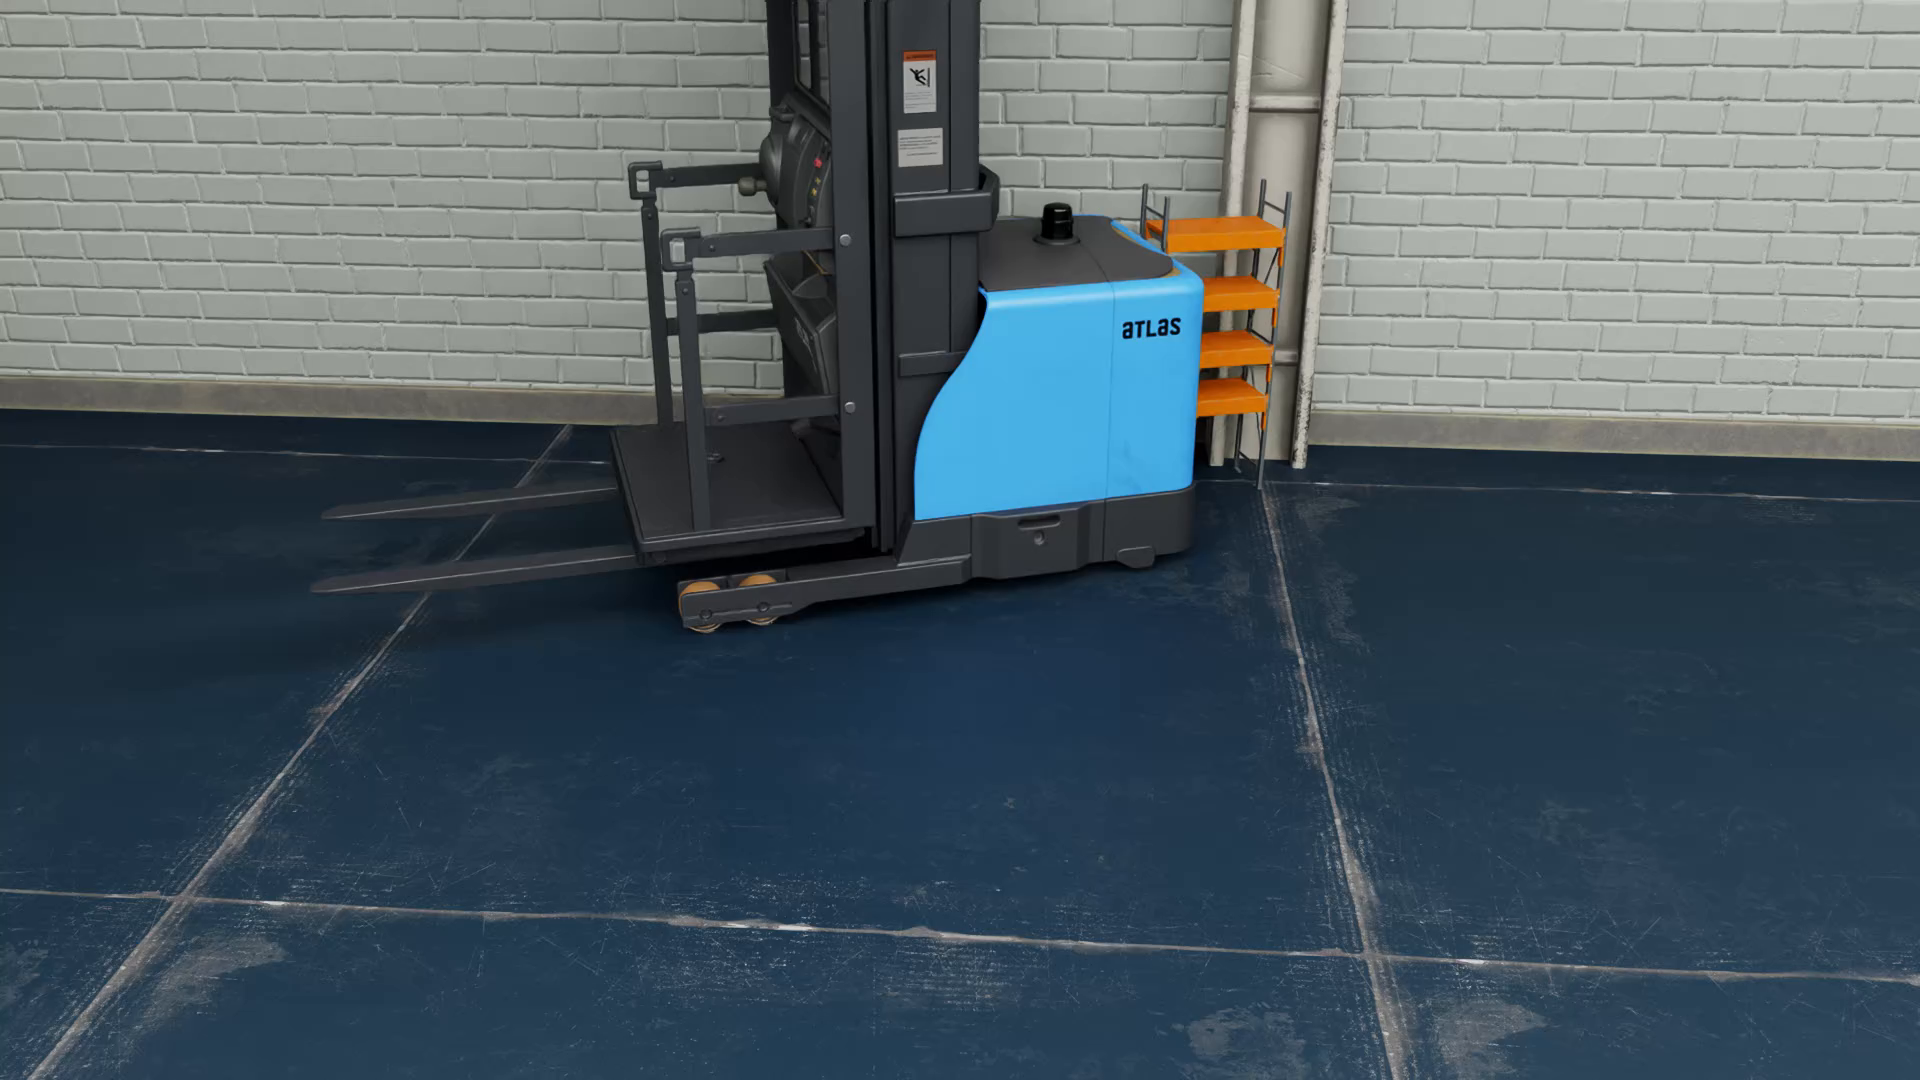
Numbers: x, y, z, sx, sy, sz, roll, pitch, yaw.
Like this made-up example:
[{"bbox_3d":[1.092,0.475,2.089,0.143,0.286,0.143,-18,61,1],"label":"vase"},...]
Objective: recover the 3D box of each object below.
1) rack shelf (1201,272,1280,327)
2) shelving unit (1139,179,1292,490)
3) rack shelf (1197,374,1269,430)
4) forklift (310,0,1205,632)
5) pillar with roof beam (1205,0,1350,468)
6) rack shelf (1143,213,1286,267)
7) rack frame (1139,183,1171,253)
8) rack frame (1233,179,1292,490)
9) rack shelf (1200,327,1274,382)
[{"bbox_3d":[0.954,-0.917,6.418,0.480,0.148,0.258,-5,25,-15],"label":"rack shelf"},{"bbox_3d":[0.951,-0.774,6.483,0.503,1.200,0.258,-5,25,-15],"label":"shelving unit"},{"bbox_3d":[0.944,-0.532,6.592,0.480,0.148,0.258,-5,25,-15],"label":"rack shelf"},{"bbox_3d":[-0.728,-1.268,5.500,3.031,2.935,1.130,-7,26,-14],"label":"forklift"},{"bbox_3d":[0.918,-2.662,1.269,0.400,9.000,9.100,2,25,4],"label":"pillar with roof beam"},{"bbox_3d":[0.960,-1.133,6.321,0.480,0.148,0.258,-5,25,-15],"label":"rack shelf"},{"bbox_3d":[0.716,-0.752,6.420,0.015,1.200,0.240,-5,25,-15],"label":"rack frame"},{"bbox_3d":[1.185,-0.797,6.545,0.015,1.200,0.240,-5,25,-15],"label":"rack frame"},{"bbox_3d":[0.949,-0.713,6.510,0.480,0.148,0.258,-5,25,-15],"label":"rack shelf"}]
